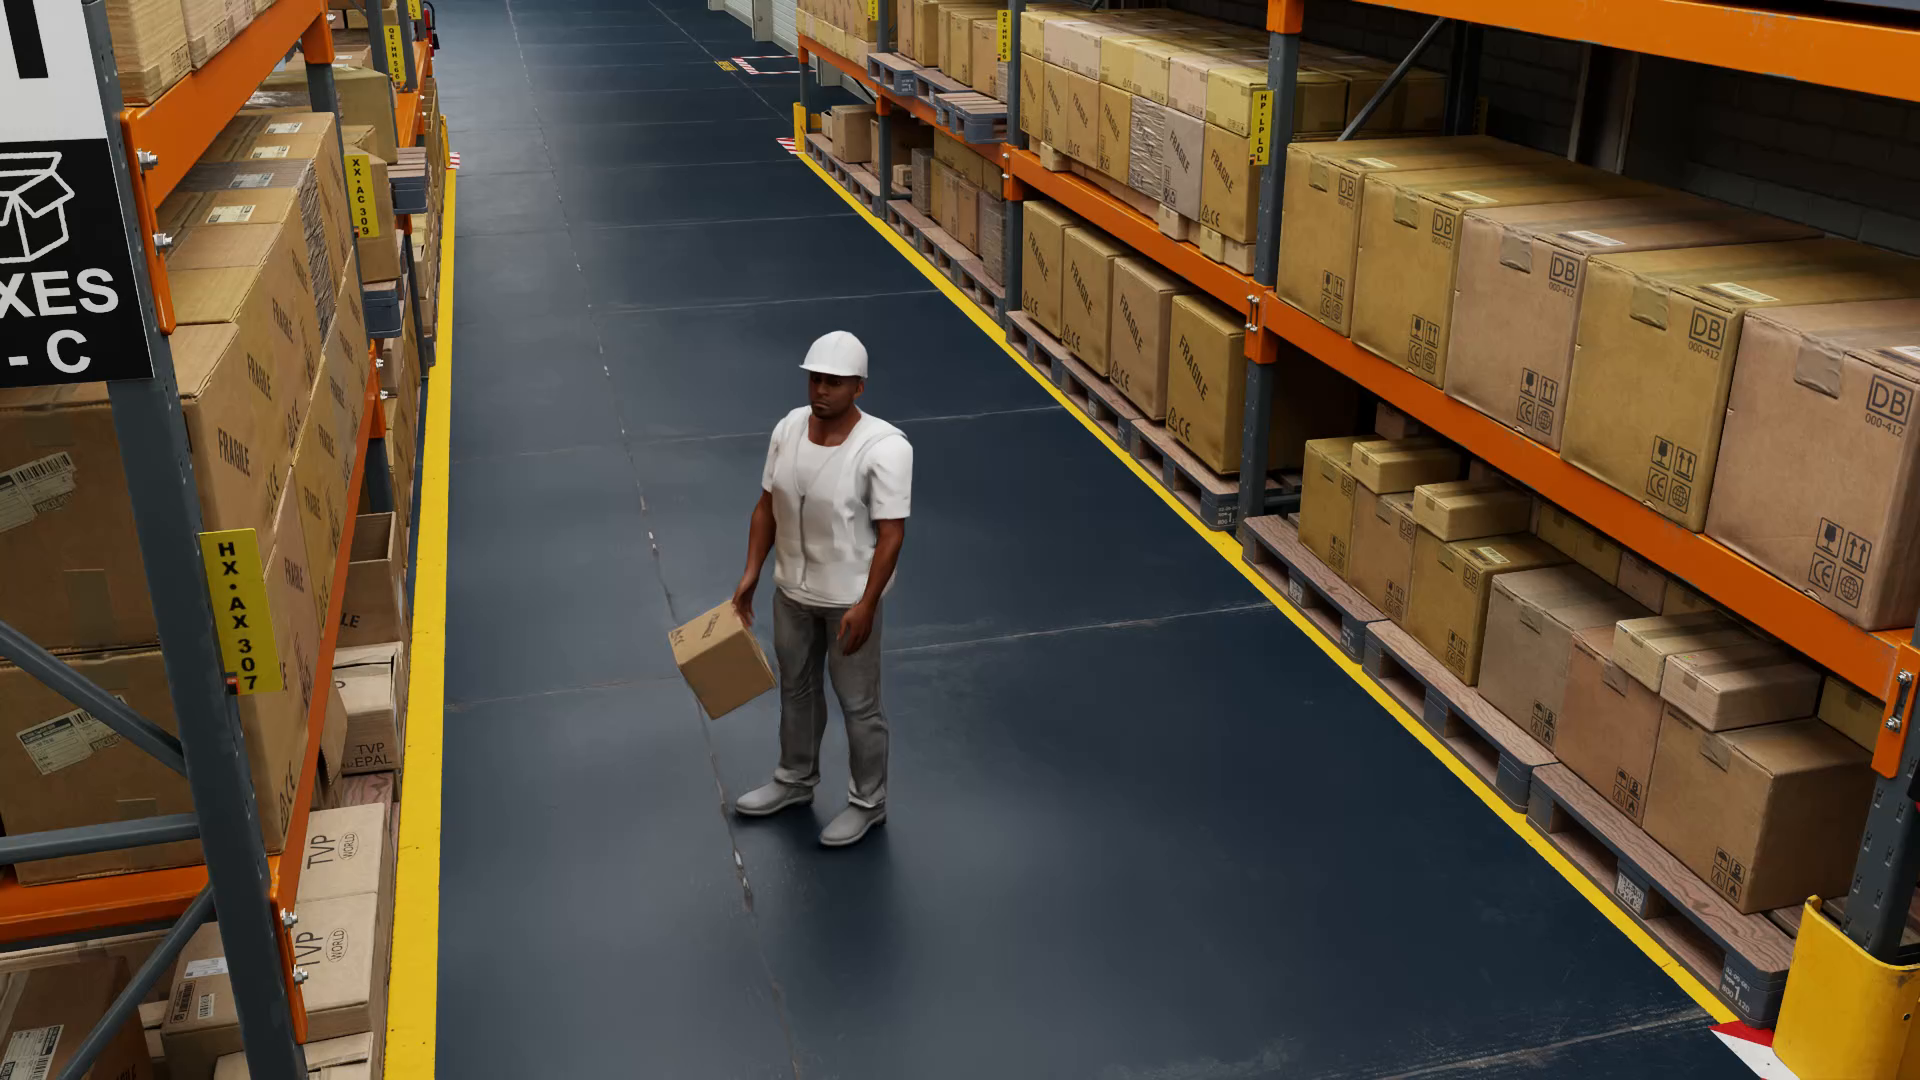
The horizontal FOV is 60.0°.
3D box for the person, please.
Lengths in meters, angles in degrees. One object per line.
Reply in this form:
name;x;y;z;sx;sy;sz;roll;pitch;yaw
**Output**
person;-0.469;0.173;5.609;0.610;1.774;0.459;15;27;31
